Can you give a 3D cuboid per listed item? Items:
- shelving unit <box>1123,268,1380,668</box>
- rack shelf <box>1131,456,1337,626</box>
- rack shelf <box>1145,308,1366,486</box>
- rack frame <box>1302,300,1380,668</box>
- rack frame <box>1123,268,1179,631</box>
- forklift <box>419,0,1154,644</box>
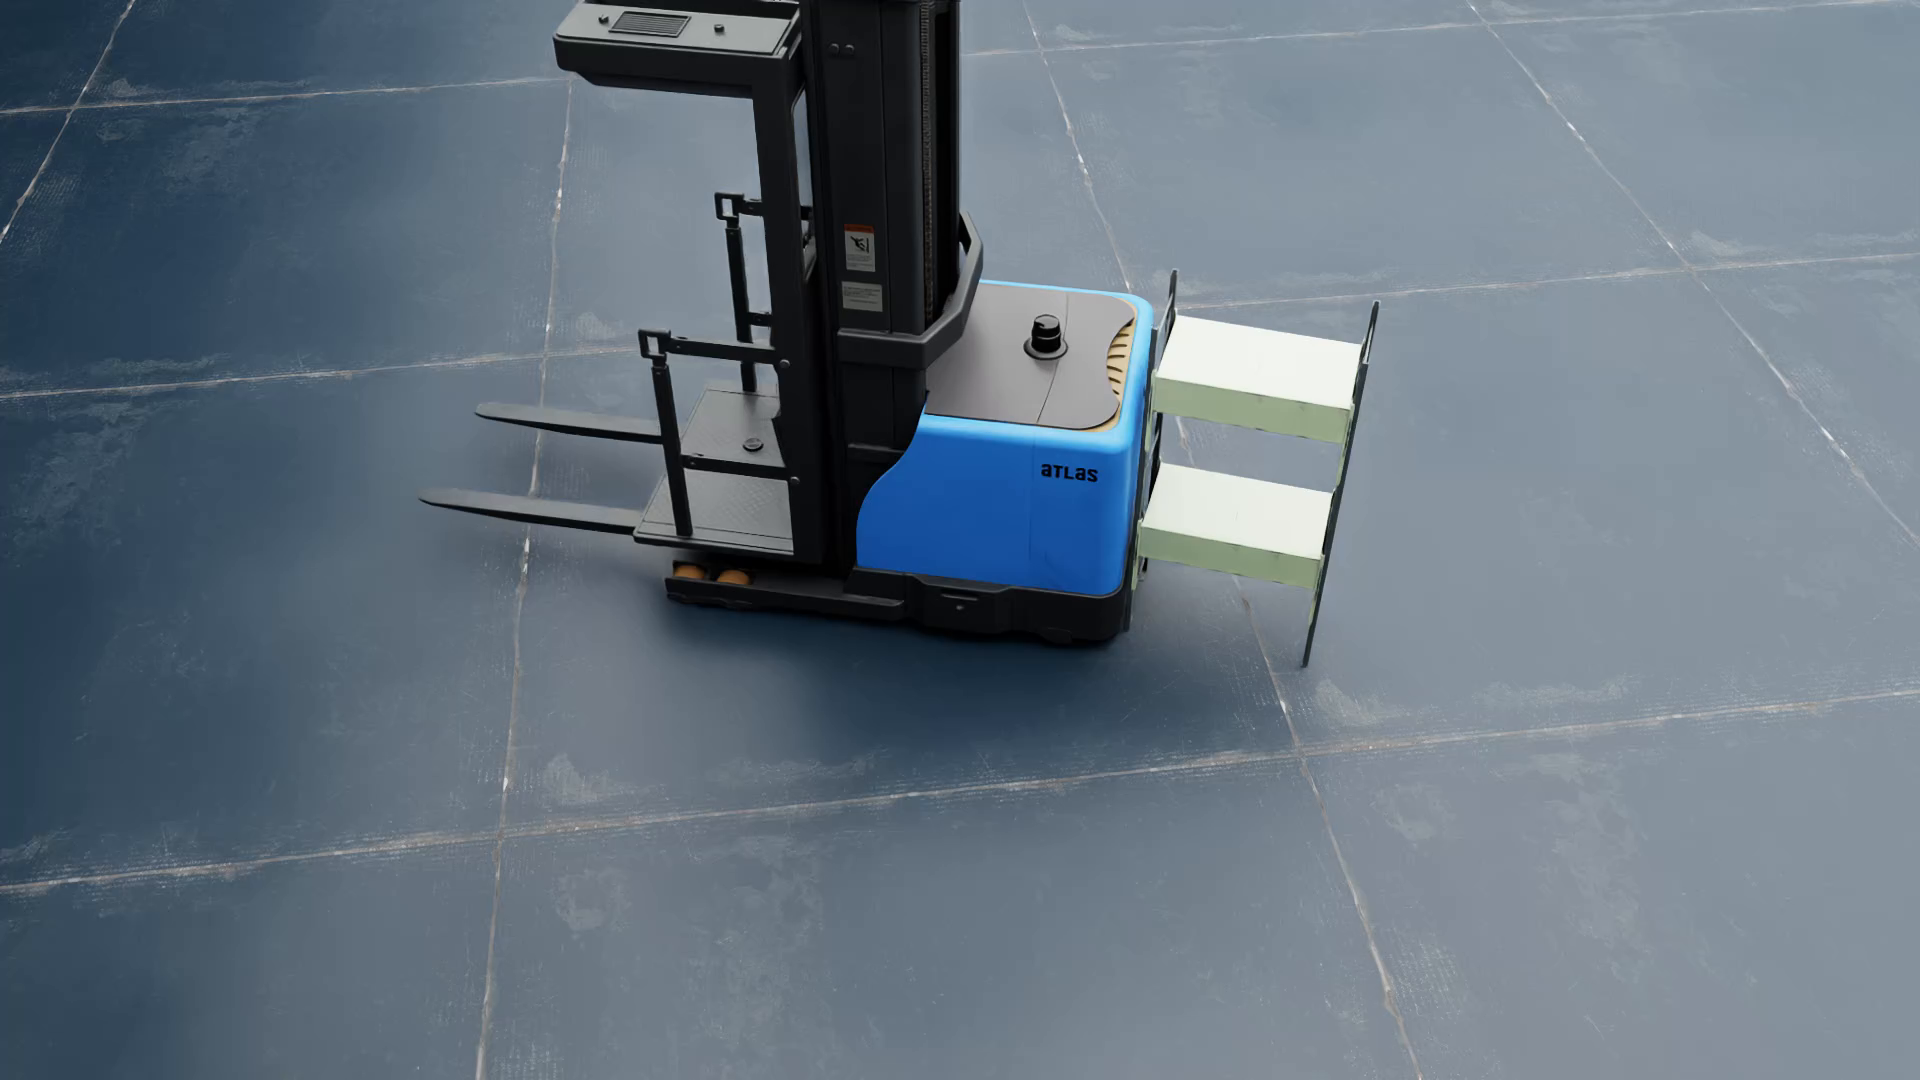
[{"bbox_3d":[1.089,-0.243,6.400,0.755,1.500,0.431,11,43,12],"label":"shelving unit"},{"bbox_3d":[1.089,-0.001,6.618,0.720,0.370,0.431,11,43,12],"label":"rack shelf"},{"bbox_3d":[1.089,-0.533,6.138,0.720,0.370,0.431,11,43,12],"label":"rack shelf"},{"bbox_3d":[1.441,-0.174,6.324,0.023,1.500,0.400,11,43,12],"label":"rack frame"},{"bbox_3d":[0.738,-0.312,6.476,0.023,1.500,0.400,11,43,12],"label":"rack frame"},{"bbox_3d":[-0.768,-1.142,6.327,3.031,2.935,1.130,7,42,7],"label":"forklift"}]
